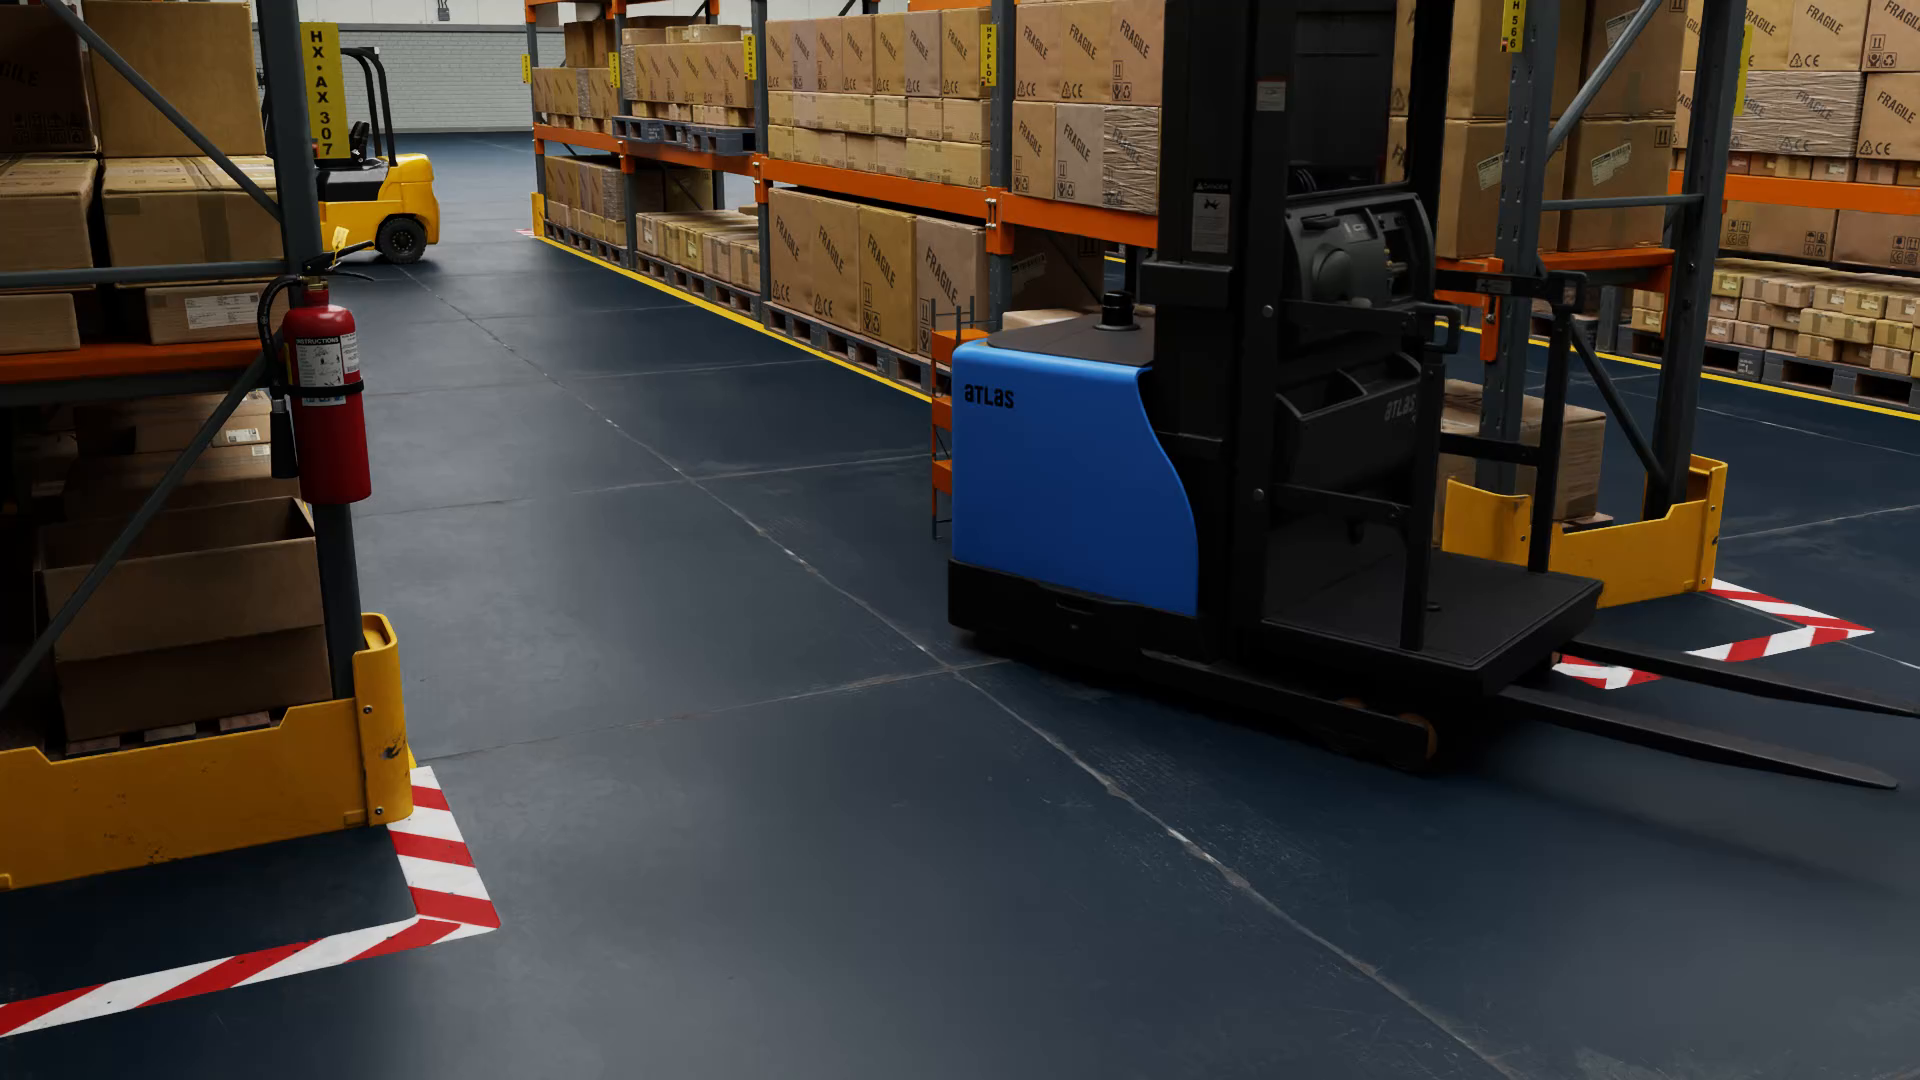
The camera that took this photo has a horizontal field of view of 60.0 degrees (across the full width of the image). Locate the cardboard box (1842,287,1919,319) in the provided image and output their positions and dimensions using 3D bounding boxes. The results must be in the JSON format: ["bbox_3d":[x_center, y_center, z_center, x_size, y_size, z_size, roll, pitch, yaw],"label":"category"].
[{"bbox_3d":[5.676,-1.461,10.232,0.380,0.149,0.250,-8,18,-25],"label":"cardboard box"}]

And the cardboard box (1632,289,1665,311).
[{"bbox_3d":[4.921,-1.691,11.572,0.380,0.149,0.250,-7,17,-22],"label":"cardboard box"}]

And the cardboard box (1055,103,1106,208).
[{"bbox_3d":[0.831,-1.996,8.587,0.500,0.500,0.500,-8,18,-25],"label":"cardboard box"}]

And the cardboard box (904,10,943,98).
[{"bbox_3d":[-0.011,-2.958,10.126,0.500,0.500,0.500,-7,18,-24],"label":"cardboard box"}]

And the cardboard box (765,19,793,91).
[{"bbox_3d":[-1.112,-3.590,12.329,0.500,0.500,0.500,-8,18,-27],"label":"cardboard box"}]

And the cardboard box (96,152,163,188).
[{"bbox_3d":[-2.710,-1.219,5.794,0.500,0.250,0.500,-8,18,-26],"label":"cardboard box"}]

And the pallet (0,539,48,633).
[{"bbox_3d":[-2.978,0.193,6.195,1.003,0.211,1.213,-8,18,-25],"label":"pallet"}]

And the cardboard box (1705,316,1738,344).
[{"bbox_3d":[5.193,-1.426,11.188,0.380,0.149,0.250,-8,18,-25],"label":"cardboard box"}]

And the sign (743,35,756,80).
[{"bbox_3d":[-1.592,-3.664,12.624,0.100,0.325,0.005,-8,18,-25],"label":"sign"}]

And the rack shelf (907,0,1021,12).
[{"bbox_3d":[0.669,-6.420,20.051,1.077,0.370,4.000,-8,18,-25],"label":"rack shelf"}]

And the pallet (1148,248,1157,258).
[{"bbox_3d":[2.489,-3.003,17.332,1.003,0.211,1.213,-8,18,-25],"label":"pallet"}]

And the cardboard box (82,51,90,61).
[{"bbox_3d":[-7.732,-4.150,14.377,0.380,0.149,0.250,-8,18,-25],"label":"cardboard box"}]

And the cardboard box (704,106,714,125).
[{"bbox_3d":[-1.900,-3.525,13.791,0.380,0.149,0.250,-9,18,-28],"label":"cardboard box"}]

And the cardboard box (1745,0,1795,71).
[{"bbox_3d":[5.269,-3.248,10.599,0.500,0.500,0.500,-8,18,-27],"label":"cardboard box"}]

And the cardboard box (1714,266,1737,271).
[{"bbox_3d":[5.082,-1.776,11.331,0.380,0.149,0.250,-7,17,-22],"label":"cardboard box"}]

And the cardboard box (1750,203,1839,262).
[{"bbox_3d":[8.467,-3.196,16.039,1.225,0.875,0.875,-8,18,-25],"label":"cardboard box"}]

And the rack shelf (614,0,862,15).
[{"bbox_3d":[-1.984,-4.805,14.423,1.077,0.370,4.000,-8,18,-25],"label":"rack shelf"}]

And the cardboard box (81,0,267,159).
[{"bbox_3d":[-2.678,-1.577,5.681,0.500,0.500,0.500,-7,18,-23],"label":"cardboard box"}]

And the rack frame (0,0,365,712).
[{"bbox_3d":[-2.064,-0.629,4.004,1.000,3.000,0.127,-8,18,-25],"label":"rack frame"}]

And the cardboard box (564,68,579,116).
[{"bbox_3d":[-3.971,-4.858,18.019,0.500,0.500,0.500,-8,18,-26],"label":"cardboard box"}]

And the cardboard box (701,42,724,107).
[{"bbox_3d":[-1.794,-3.812,13.615,0.500,0.500,0.500,-8,18,-26],"label":"cardboard box"}]

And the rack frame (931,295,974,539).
[{"bbox_3d":[-0.030,-0.522,7.165,0.200,1.050,0.008,-8,18,-25],"label":"rack frame"}]

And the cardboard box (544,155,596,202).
[{"bbox_3d":[-4.497,-4.198,19.306,0.500,0.500,0.500,-8,18,-27],"label":"cardboard box"}]

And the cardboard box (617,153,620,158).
[{"bbox_3d":[-3.699,-4.437,18.961,0.380,0.149,0.250,-7,18,-24],"label":"cardboard box"}]

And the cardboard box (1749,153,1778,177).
[{"bbox_3d":[5.337,-2.431,10.740,0.380,0.149,0.250,-9,18,-27],"label":"cardboard box"}]

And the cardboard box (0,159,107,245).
[{"bbox_3d":[-2.941,-1.033,5.145,0.500,0.250,0.500,-7,17,-23],"label":"cardboard box"}]

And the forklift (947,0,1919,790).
[{"bbox_3d":[1.418,-0.896,5.061,3.031,2.935,1.130,13,20,37],"label":"forklift"}]

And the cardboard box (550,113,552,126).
[{"bbox_3d":[-4.484,-4.830,19.101,0.380,0.149,0.250,-8,18,-27],"label":"cardboard box"}]

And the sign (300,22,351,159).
[{"bbox_3d":[-1.576,-1.111,4.113,0.100,0.325,0.005,-8,18,-25],"label":"sign"}]

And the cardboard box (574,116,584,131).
[{"bbox_3d":[-3.954,-4.505,17.967,0.380,0.149,0.250,-7,18,-24],"label":"cardboard box"}]

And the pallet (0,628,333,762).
[{"bbox_3d":[-2.447,0.495,5.143,1.003,0.211,1.213,-8,18,-25],"label":"pallet"}]

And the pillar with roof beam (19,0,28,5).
[{"bbox_3d":[-8.337,-9.206,23.017,9.100,9.000,0.400,-8,18,-25],"label":"pillar with roof beam"}]

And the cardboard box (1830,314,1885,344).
[{"bbox_3d":[5.605,-1.310,10.245,0.380,0.149,0.250,-7,18,-24],"label":"cardboard box"}]

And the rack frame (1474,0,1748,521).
[{"bbox_3d":[2.397,-1.230,6.097,1.000,3.000,0.127,-8,18,-25],"label":"rack frame"}]

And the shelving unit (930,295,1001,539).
[{"bbox_3d":[0.023,-0.491,7.060,0.215,1.050,0.252,-8,18,-25],"label":"shelving unit"}]

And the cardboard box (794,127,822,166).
[{"bbox_3d":[-0.879,-2.864,12.065,0.500,0.250,0.500,-8,18,-27],"label":"cardboard box"}]

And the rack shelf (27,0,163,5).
[{"bbox_3d":[-6.445,-4.204,12.330,1.077,0.370,4.000,-8,18,-25],"label":"rack shelf"}]

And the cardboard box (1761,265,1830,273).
[{"bbox_3d":[5.703,-1.786,11.365,0.380,0.149,0.250,-8,18,-25],"label":"cardboard box"}]

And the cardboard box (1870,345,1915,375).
[{"bbox_3d":[5.752,-1.103,10.062,0.380,0.149,0.250,-7,18,-24],"label":"cardboard box"}]

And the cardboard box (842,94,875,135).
[{"bbox_3d":[-0.465,-2.845,11.093,0.500,0.250,0.500,-7,18,-24],"label":"cardboard box"}]

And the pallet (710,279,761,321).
[{"bbox_3d":[-1.449,-2.067,14.070,1.003,0.211,1.213,-8,18,-25],"label":"pallet"}]

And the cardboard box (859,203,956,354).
[{"bbox_3d":[-0.102,-1.769,11.068,0.875,0.875,0.875,-7,17,-23],"label":"cardboard box"}]

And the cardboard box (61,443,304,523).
[{"bbox_3d":[-2.586,-0.009,5.614,0.700,0.500,0.500,-7,17,-23],"label":"cardboard box"}]

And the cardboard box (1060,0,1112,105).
[{"bbox_3d":[0.851,-2.477,8.449,0.500,0.500,0.500,-8,18,-26],"label":"cardboard box"}]

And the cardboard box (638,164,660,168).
[{"bbox_3d":[-3.121,-3.756,17.765,0.500,0.500,0.500,-7,17,-23],"label":"cardboard box"}]

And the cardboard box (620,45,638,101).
[{"bbox_3d":[-2.913,-4.447,15.827,0.500,0.500,0.500,-7,18,-24],"label":"cardboard box"}]

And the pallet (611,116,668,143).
[{"bbox_3d":[-2.657,-3.906,15.771,1.003,0.211,1.213,-8,18,-25],"label":"pallet"}]

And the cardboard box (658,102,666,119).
[{"bbox_3d":[-2.533,-3.918,15.160,0.380,0.149,0.250,-7,18,-24],"label":"cardboard box"}]

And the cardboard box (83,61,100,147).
[{"bbox_3d":[-3.827,-2.018,7.901,0.700,0.500,0.500,-7,18,-23],"label":"cardboard box"}]

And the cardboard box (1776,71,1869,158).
[{"bbox_3d":[5.452,-2.631,10.261,0.500,0.500,0.500,-8,18,-26],"label":"cardboard box"}]

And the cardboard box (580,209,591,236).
[{"bbox_3d":[-3.822,-3.457,18.082,0.500,0.250,0.500,-7,18,-24],"label":"cardboard box"}]

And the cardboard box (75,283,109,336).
[{"bbox_3d":[-2.506,-0.628,4.457,0.380,0.149,0.250,-7,17,-23],"label":"cardboard box"}]

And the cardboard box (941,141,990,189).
[{"bbox_3d":[0.221,-2.230,9.856,0.500,0.250,0.500,-8,18,-26],"label":"cardboard box"}]

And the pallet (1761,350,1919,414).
[{"bbox_3d":[5.914,-1.039,10.489,1.003,0.211,1.213,-8,18,-25],"label":"pallet"}]

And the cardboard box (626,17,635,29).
[{"bbox_3d":[-3.063,-5.141,17.195,0.700,0.500,0.500,-8,18,-25],"label":"cardboard box"}]

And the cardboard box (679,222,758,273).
[{"bbox_3d":[-2.004,-2.664,15.098,0.950,0.372,0.625,-7,17,-23],"label":"cardboard box"}]

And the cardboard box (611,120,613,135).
[{"bbox_3d":[-3.275,-4.127,16.650,0.380,0.149,0.250,-8,18,-25],"label":"cardboard box"}]

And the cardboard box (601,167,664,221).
[{"bbox_3d":[-3.361,-3.560,17.082,0.500,0.500,0.500,-8,18,-26],"label":"cardboard box"}]
